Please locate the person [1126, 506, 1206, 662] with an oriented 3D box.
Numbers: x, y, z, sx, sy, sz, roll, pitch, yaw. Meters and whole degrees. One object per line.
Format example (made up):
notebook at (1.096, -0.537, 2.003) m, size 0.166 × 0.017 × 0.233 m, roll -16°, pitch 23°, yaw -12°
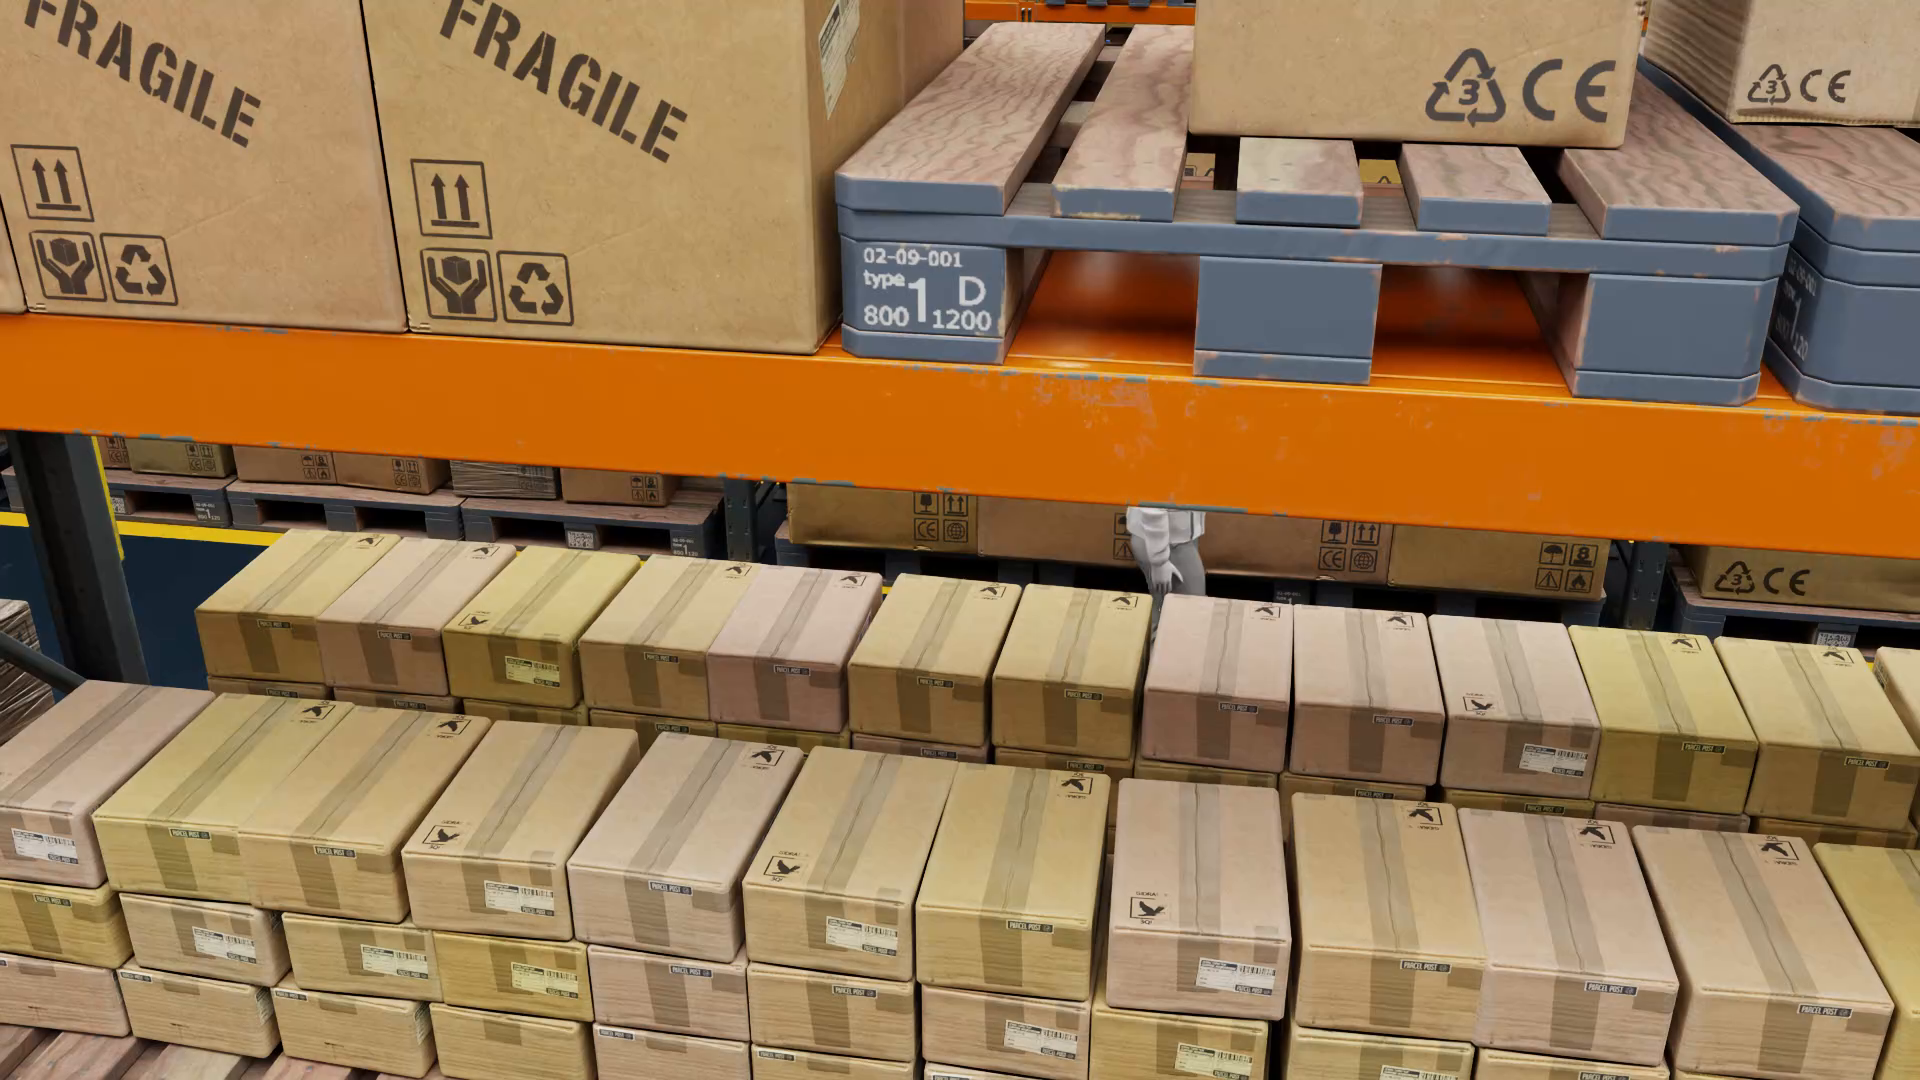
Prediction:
person at (0.785, 0.005, 6.095) m, size 0.411 × 1.728 × 0.517 m, roll 4°, pitch 25°, yaw 8°
